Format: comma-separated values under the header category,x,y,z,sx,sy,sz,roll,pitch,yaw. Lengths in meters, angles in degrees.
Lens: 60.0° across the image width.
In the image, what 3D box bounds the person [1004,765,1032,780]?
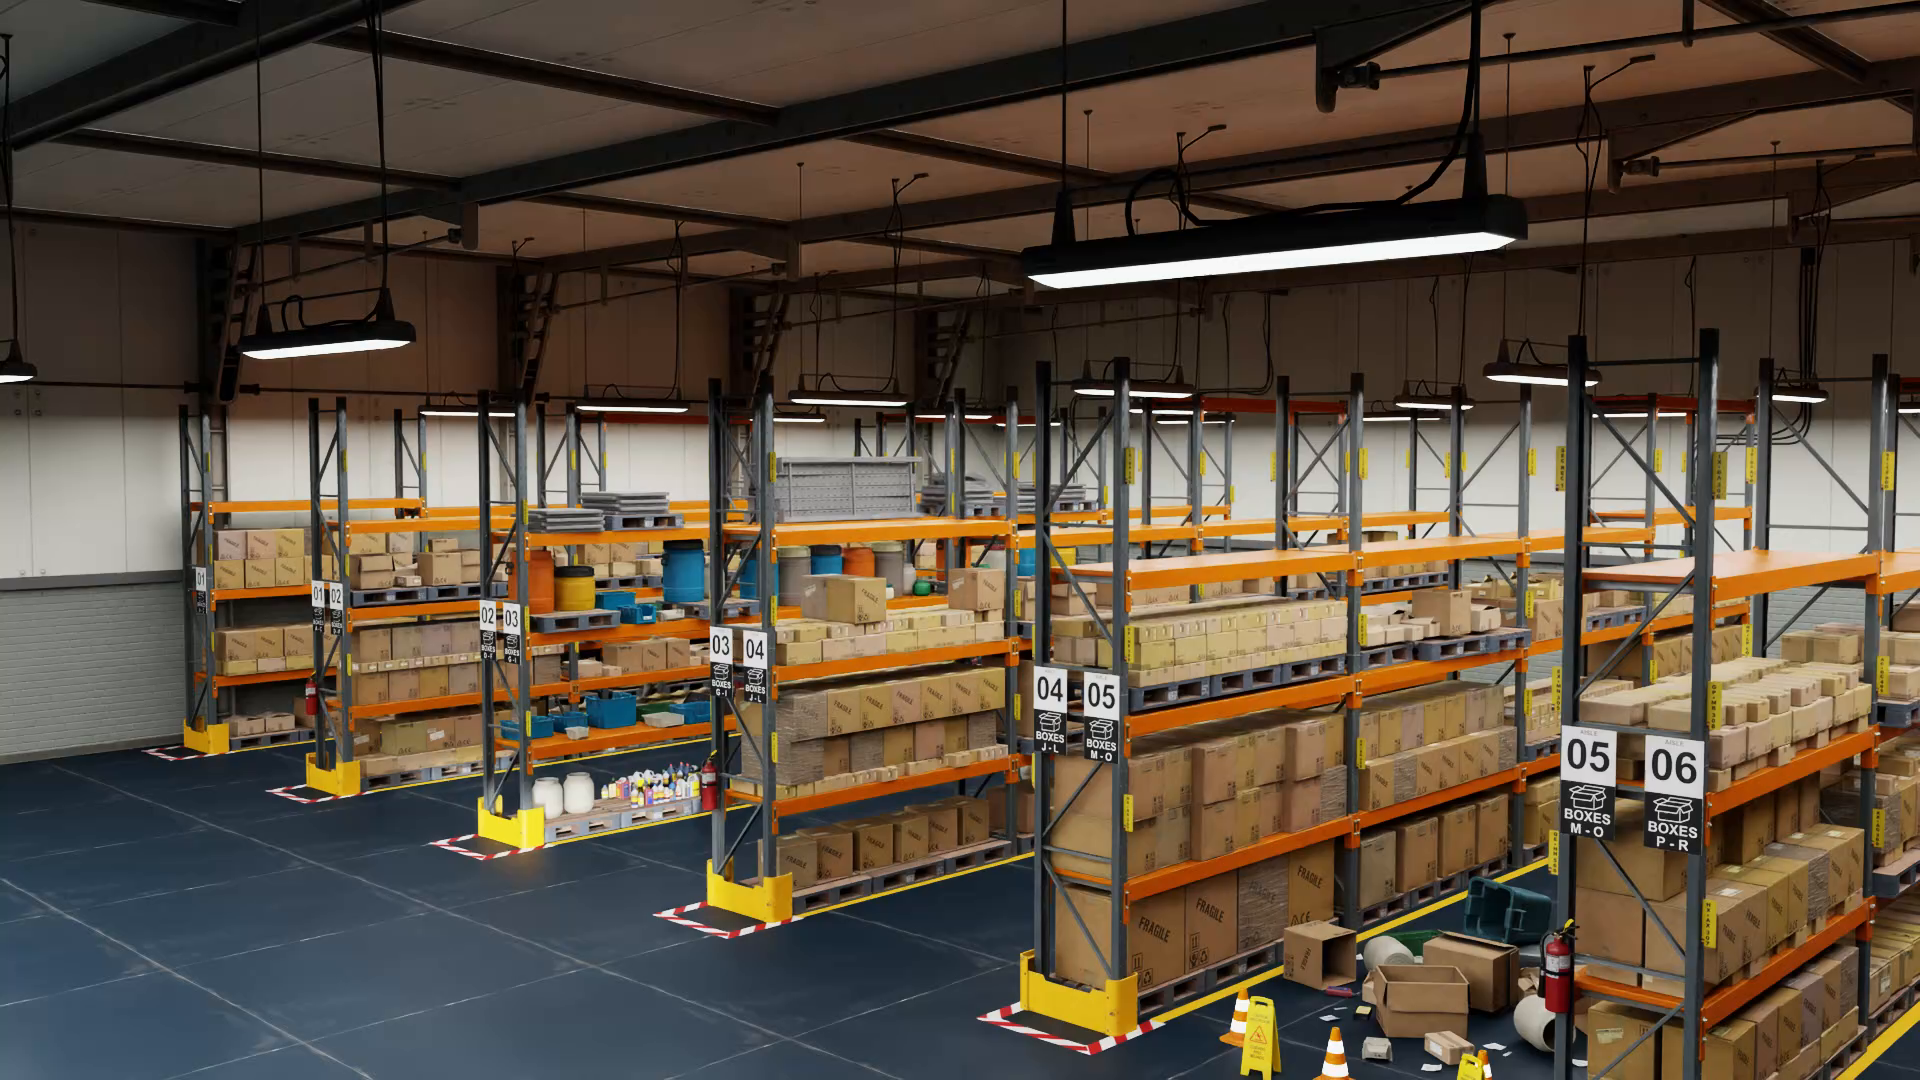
category,x,y,z,sx,sy,sz,roll,pitch,yaw
person,0.966,3.033,24.428,0.796,1.698,0.592,-2,4,-32

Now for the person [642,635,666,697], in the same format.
category,x,y,z,sx,sy,sz,roll,pitch,yaw
person,-5.876,2.646,31.797,0.516,1.658,0.776,2,3,27
